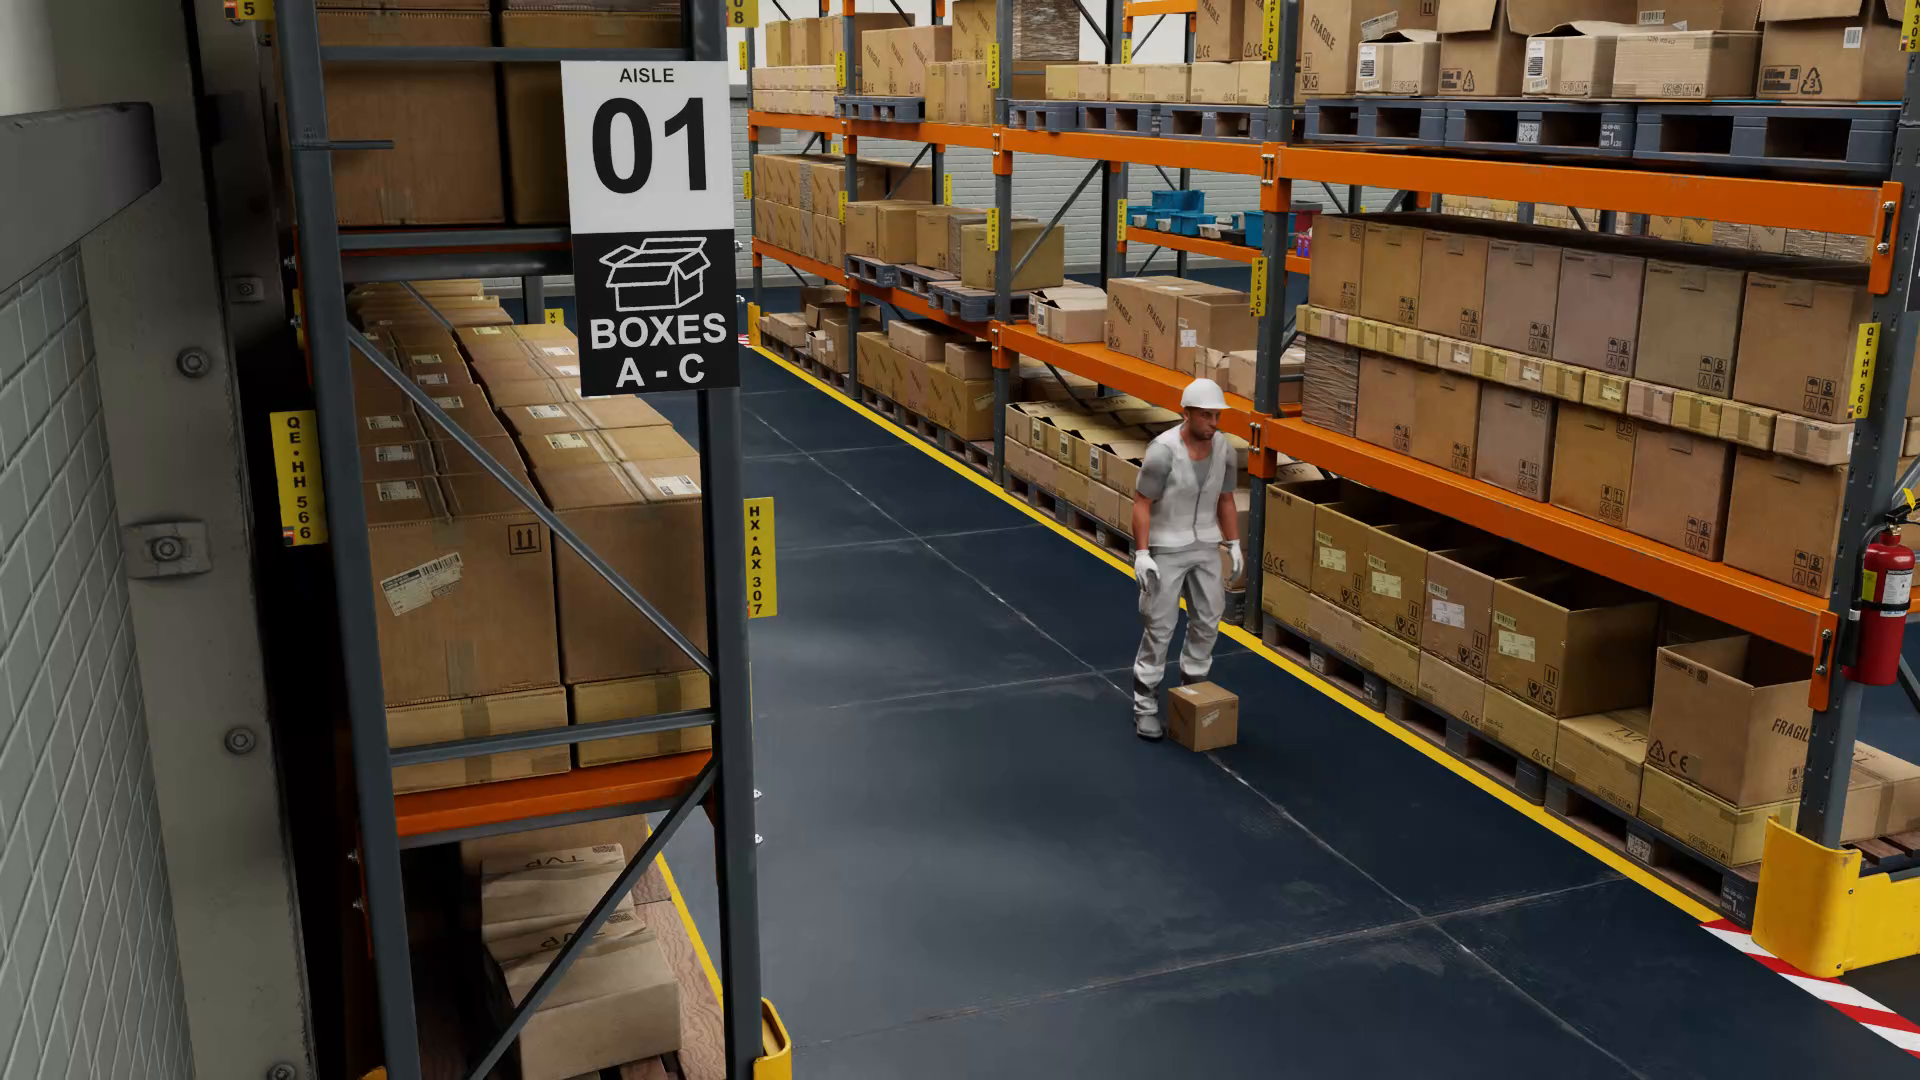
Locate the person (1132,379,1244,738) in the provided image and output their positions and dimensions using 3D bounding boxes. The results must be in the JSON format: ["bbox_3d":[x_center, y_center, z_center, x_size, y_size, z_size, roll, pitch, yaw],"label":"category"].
[{"bbox_3d":[1.124,0.077,8.214,0.623,1.780,0.446,-7,17,-22],"label":"person"}]
